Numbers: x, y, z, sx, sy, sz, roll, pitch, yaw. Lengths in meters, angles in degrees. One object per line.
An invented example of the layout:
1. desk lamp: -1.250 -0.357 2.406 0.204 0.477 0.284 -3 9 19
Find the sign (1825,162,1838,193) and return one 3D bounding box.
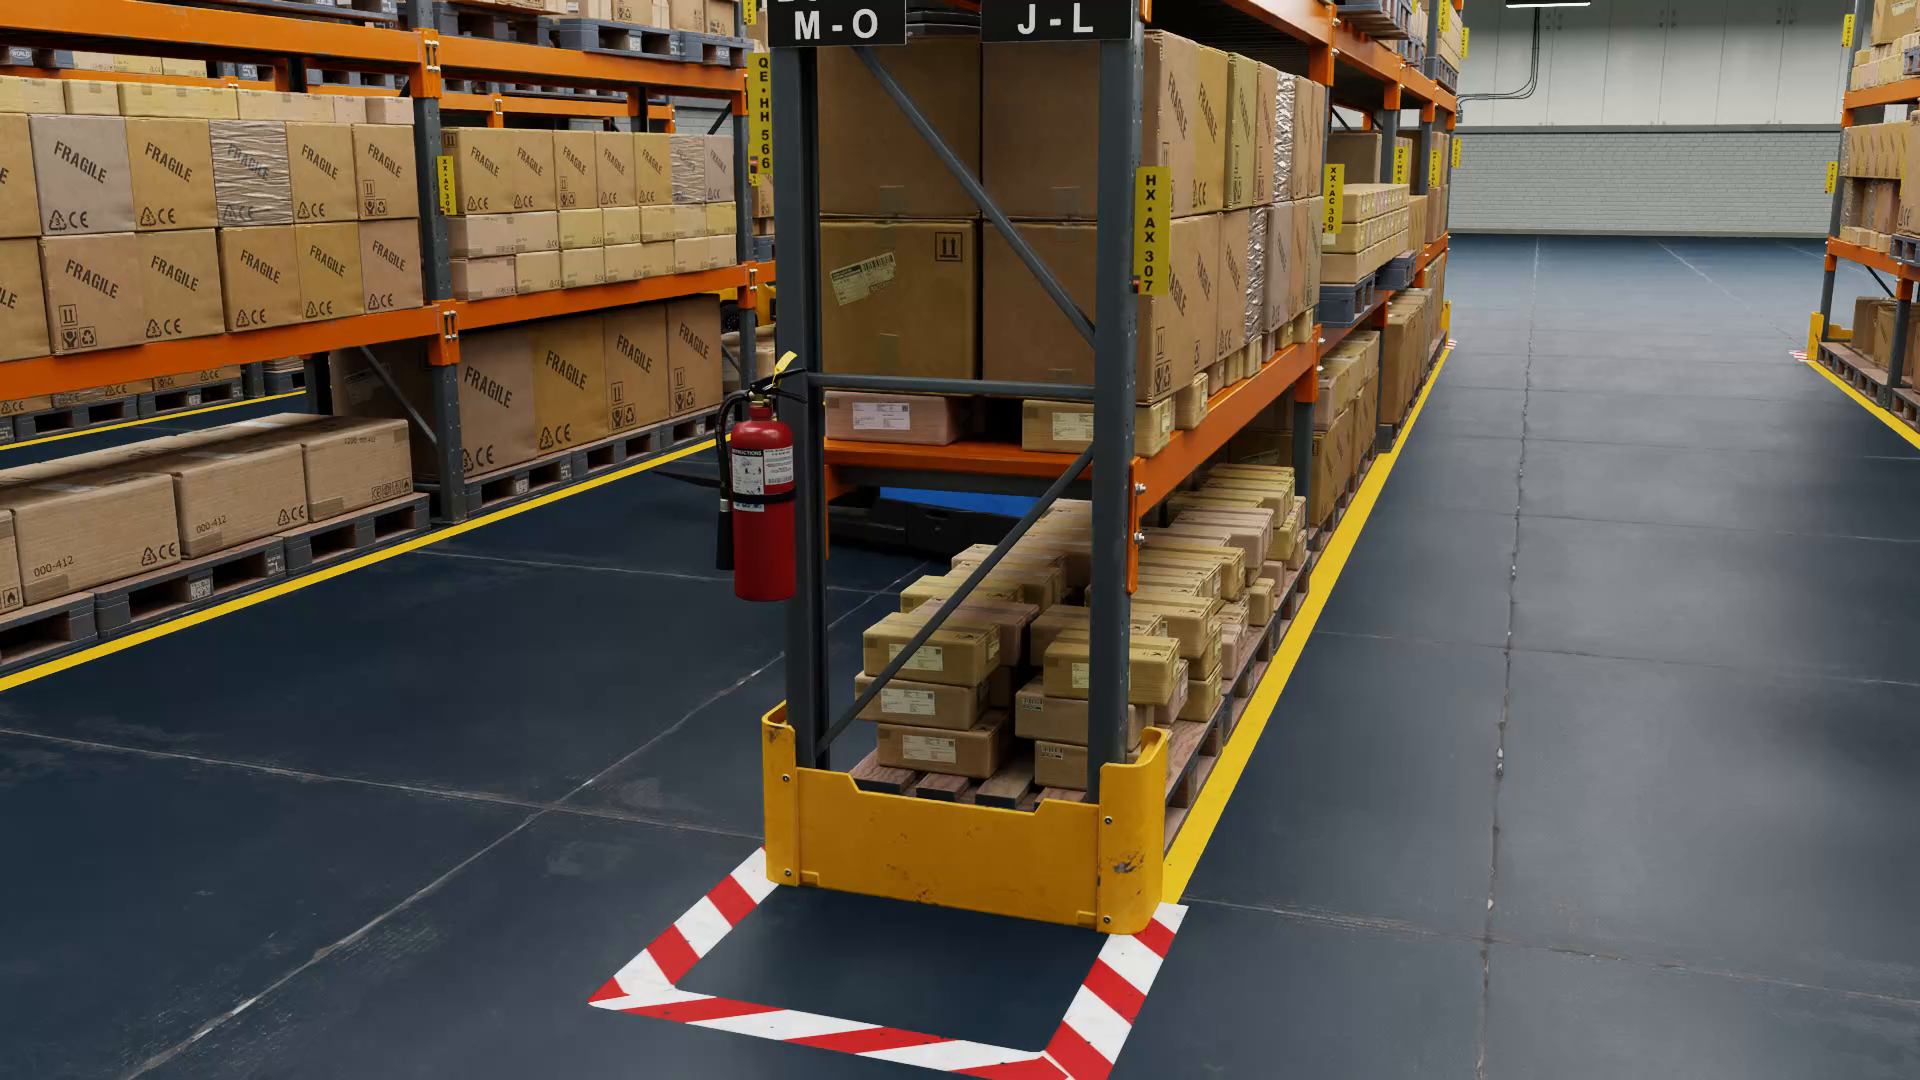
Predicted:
1. sign: 9.304 -3.867 17.745 0.100 0.325 0.005 4 14 18

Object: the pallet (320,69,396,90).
1. pallet: -6.352 -4.547 16.353 1.003 0.211 1.213 5 14 21

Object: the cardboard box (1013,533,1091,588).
1. cardboard box: 0.379 0.079 6.526 0.380 0.149 0.250 4 13 17

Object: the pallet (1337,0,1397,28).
1. pallet: 1.575 -2.751 8.481 1.213 0.211 1.003 4 14 18

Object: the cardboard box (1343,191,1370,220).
1. cardboard box: 1.921 -1.739 8.651 0.380 0.149 0.250 5 14 20

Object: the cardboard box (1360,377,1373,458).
1. cardboard box: 2.431 -0.820 11.013 0.500 0.500 0.500 5 14 21

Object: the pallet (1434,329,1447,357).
1. pallet: 4.972 -2.251 18.876 1.003 0.211 1.213 4 14 18

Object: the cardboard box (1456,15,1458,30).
1. cardboard box: 5.040 -5.458 17.523 0.380 0.149 0.250 4 14 19

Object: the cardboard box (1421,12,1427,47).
1. cardboard box: 3.671 -4.309 14.055 0.500 0.250 0.500 4 14 18

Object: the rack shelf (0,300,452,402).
1. rack shelf: -4.089 -0.821 7.962 1.077 0.370 4.000 4 14 18

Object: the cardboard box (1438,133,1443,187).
1. cardboard box: 4.551 -3.957 17.321 0.875 0.550 0.500 4 14 18

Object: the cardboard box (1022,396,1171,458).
1. cardboard box: 0.395 -0.338 4.792 0.380 0.149 0.250 4 14 18

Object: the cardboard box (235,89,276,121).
1. cardboard box: -3.631 -2.148 8.230 0.380 0.149 0.250 4 14 18

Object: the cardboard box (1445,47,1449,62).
1. cardboard box: 4.629 -4.802 16.443 0.380 0.149 0.250 4 13 17

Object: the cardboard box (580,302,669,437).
1. cardboard box: -2.743 -1.277 12.174 0.875 0.875 0.875 5 14 19

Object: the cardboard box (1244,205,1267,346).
1. cardboard box: 0.865 -1.009 6.273 0.500 0.500 0.500 4 13 17

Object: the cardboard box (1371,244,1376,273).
1. cardboard box: 2.088 -1.554 9.176 0.380 0.149 0.250 4 14 19

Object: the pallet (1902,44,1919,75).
1. pallet: 8.223 -3.813 13.132 1.213 0.211 1.003 4 14 18

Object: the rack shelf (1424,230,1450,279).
1. rack shelf: 4.510 -3.013 17.563 1.077 0.370 4.000 4 14 18

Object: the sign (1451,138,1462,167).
1. sign: 5.666 -4.423 18.989 0.100 0.325 0.005 4 14 18

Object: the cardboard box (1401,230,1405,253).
1. cardboard box: 2.762 -1.993 11.101 0.380 0.149 0.250 4 14 18

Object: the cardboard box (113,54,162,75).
1. cardboard box: -6.944 -3.950 13.648 0.500 0.250 0.500 4 14 19

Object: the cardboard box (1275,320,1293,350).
1. cardboard box: 1.280 -0.944 7.449 0.380 0.149 0.250 5 14 21

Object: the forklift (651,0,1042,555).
1. forklift: -0.508 -1.510 9.516 3.031 2.935 1.130 9 16 35

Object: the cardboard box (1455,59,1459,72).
1. cardboard box: 5.288 -5.231 18.319 0.380 0.149 0.250 4 14 19

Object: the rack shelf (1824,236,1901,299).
1. rack shelf: 9.170 -2.634 15.906 1.077 0.370 4.000 4 14 18

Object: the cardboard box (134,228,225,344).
1. cardboard box: -3.844 -1.201 7.784 0.500 0.500 0.500 5 14 20

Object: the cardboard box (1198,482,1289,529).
1. cardboard box: 1.286 -0.160 7.572 0.380 0.149 0.250 4 14 18

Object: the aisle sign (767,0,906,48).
1. aisle sign: -0.328 -1.689 4.307 0.394 0.787 0.004 4 14 18

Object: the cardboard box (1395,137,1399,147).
1. cardboard box: 3.214 -3.053 13.650 0.700 0.500 0.500 4 14 18

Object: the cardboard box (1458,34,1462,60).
1. cardboard box: 5.263 -5.449 18.381 0.500 0.250 0.500 5 14 19

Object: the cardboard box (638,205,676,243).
1. cardboard box: -2.373 -2.268 11.898 0.500 0.250 0.500 4 13 17

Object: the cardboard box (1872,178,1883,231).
1. cardboard box: 9.190 -3.166 15.723 0.875 0.500 0.500 4 14 18

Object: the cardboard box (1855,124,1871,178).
1. cardboard box: 9.053 -3.781 16.173 0.500 0.500 0.500 4 14 18

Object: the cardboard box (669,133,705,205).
1. cardboard box: -2.226 -2.735 12.259 0.500 0.500 0.500 5 14 19

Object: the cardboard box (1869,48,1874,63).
1. cardboard box: 9.213 -4.787 16.419 0.380 0.149 0.250 5 14 21

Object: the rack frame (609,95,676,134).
1. rack frame: -4.258 -4.476 22.359 1.000 3.000 0.127 4 14 18

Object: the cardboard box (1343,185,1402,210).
1. cardboard box: 2.593 -2.172 10.547 0.380 0.149 0.250 5 14 20

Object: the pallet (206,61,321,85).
1. pallet: -6.711 -4.312 15.320 1.213 0.211 1.003 5 14 21

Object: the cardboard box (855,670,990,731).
1. cardboard box: -0.119 0.493 5.383 0.380 0.149 0.250 4 13 17

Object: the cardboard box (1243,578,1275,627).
1. cardboard box: 1.135 0.252 7.105 0.380 0.149 0.250 4 14 18

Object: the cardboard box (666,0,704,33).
1. cardboard box: -2.289 -3.929 12.052 0.700 0.500 0.500 4 13 16

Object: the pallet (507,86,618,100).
1. pallet: -4.904 -5.491 20.262 1.003 0.211 1.213 4 14 18

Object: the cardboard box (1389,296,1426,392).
1. cardboard box: 3.431 -1.710 14.352 1.050 0.750 0.750 4 14 18

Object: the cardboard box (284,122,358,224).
1. cardboard box: -3.506 -1.904 8.616 0.500 0.500 0.500 4 13 18

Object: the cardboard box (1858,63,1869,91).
1. cardboard box: 9.256 -4.604 16.513 0.500 0.250 0.500 4 13 17

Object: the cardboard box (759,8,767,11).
1. cardboard box: -1.574 -4.915 15.812 0.500 0.250 0.500 4 13 17

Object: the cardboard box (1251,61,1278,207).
1. cardboard box: 0.885 -1.495 6.155 0.500 0.500 0.500 4 13 17

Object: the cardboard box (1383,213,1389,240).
1. cardboard box: 2.341 -1.865 9.868 0.380 0.149 0.250 4 13 17

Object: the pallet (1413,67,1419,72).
1. pallet: 3.086 -3.846 13.279 1.003 0.211 1.213 5 14 21

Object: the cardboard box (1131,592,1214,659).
1. cardboard box: 0.649 0.283 5.633 0.380 0.149 0.250 4 14 18

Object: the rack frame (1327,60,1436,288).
1. rack frame: 3.863 -2.942 15.638 1.000 3.000 0.127 4 14 18

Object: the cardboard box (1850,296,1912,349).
1. cardboard box: 9.599 -2.262 17.331 0.500 0.500 0.500 7 15 29

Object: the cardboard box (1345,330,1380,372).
1. cardboard box: 2.595 -1.289 11.383 0.500 0.250 0.500 4 13 17

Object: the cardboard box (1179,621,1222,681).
1. cardboard box: 0.716 0.375 5.899 0.380 0.149 0.250 5 14 20

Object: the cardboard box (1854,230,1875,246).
1. cardboard box: 8.922 -2.932 16.158 0.380 0.149 0.250 4 14 18

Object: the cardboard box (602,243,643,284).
1. cardboard box: -2.533 -1.914 11.470 0.500 0.250 0.500 4 13 17
